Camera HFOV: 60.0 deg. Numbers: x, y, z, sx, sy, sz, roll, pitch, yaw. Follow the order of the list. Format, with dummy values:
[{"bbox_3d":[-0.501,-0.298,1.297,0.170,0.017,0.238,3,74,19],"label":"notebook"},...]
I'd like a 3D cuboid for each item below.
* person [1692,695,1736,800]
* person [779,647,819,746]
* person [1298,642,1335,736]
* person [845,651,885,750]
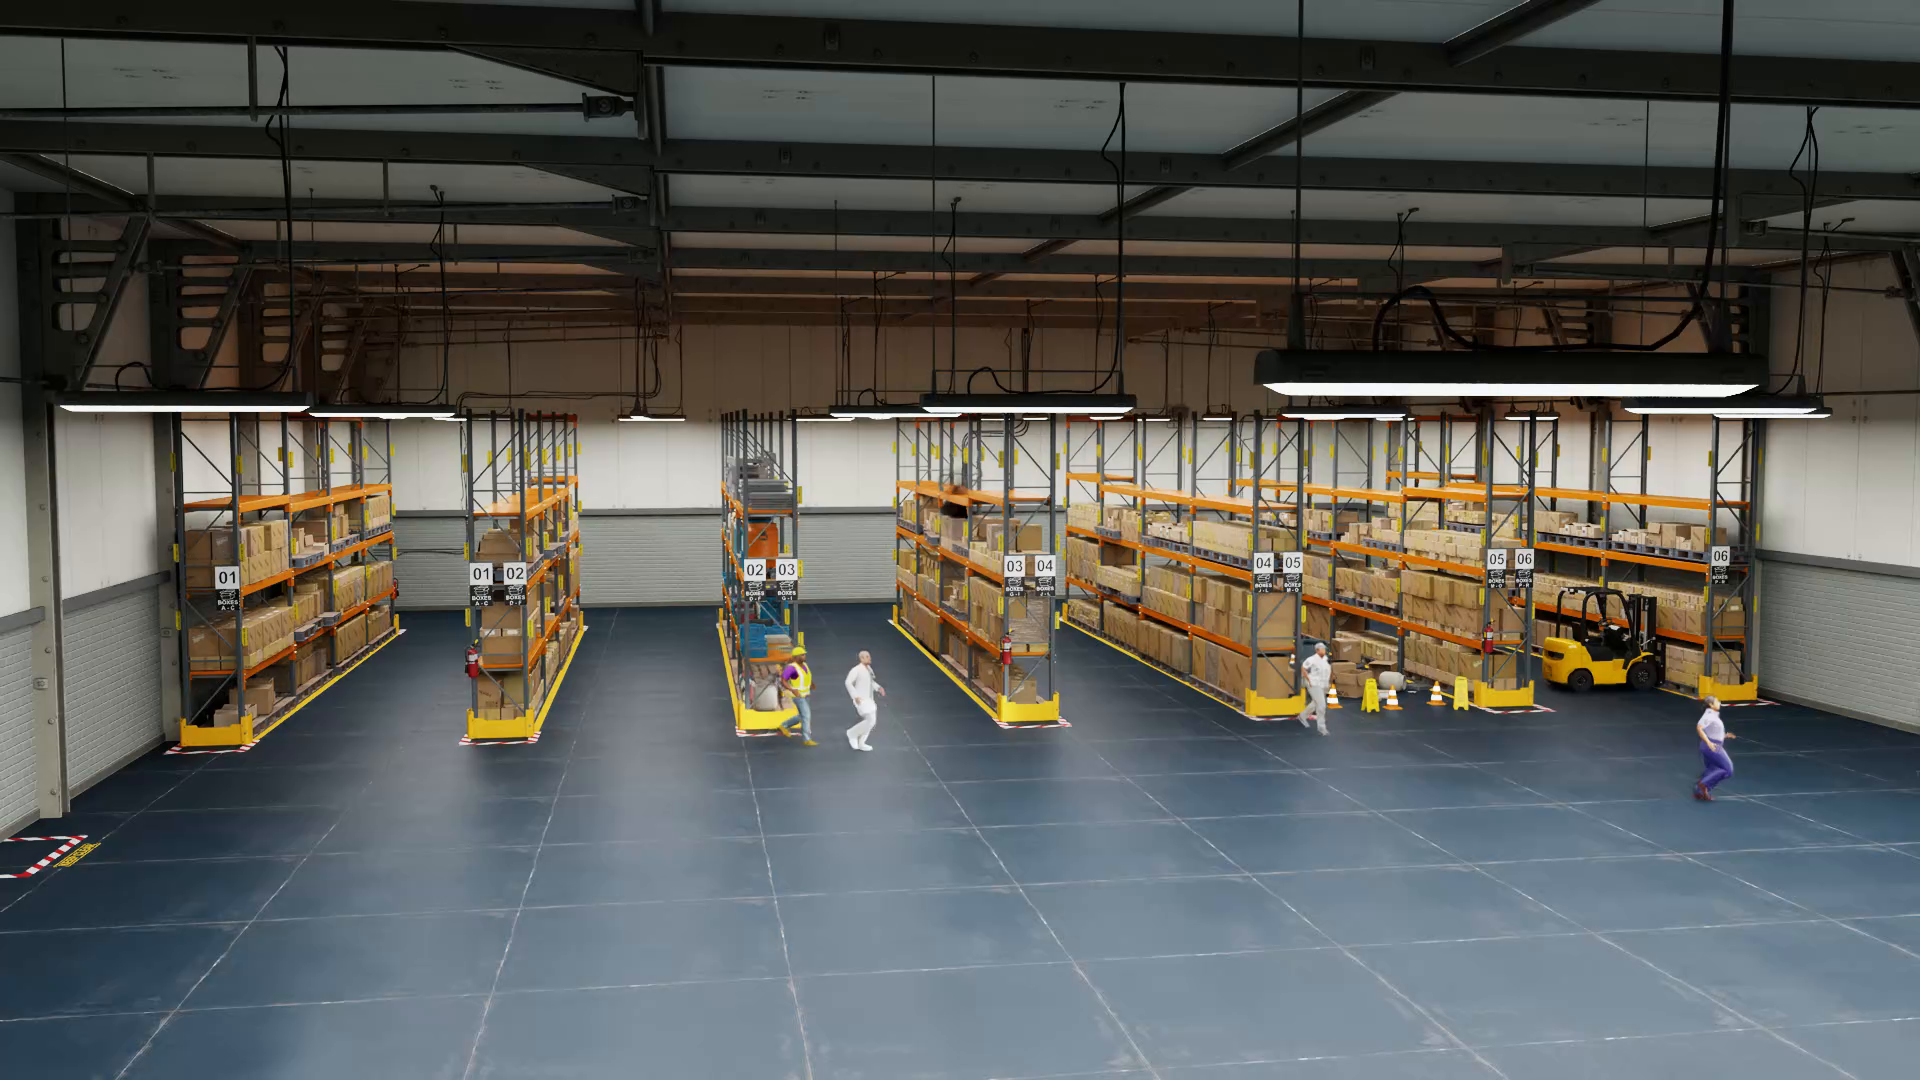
[{"bbox_3d":[11.431,3.156,25.178,0.574,1.606,0.593,1,4,20],"label":"person"},{"bbox_3d":[-2.893,2.772,29.598,0.845,1.747,0.719,2,4,23],"label":"person"},{"bbox_3d":[6.621,2.737,30.901,0.602,1.704,0.795,-4,5,-43],"label":"person"},{"bbox_3d":[-1.657,2.817,29.174,0.629,1.747,0.723,1,4,19],"label":"person"}]
